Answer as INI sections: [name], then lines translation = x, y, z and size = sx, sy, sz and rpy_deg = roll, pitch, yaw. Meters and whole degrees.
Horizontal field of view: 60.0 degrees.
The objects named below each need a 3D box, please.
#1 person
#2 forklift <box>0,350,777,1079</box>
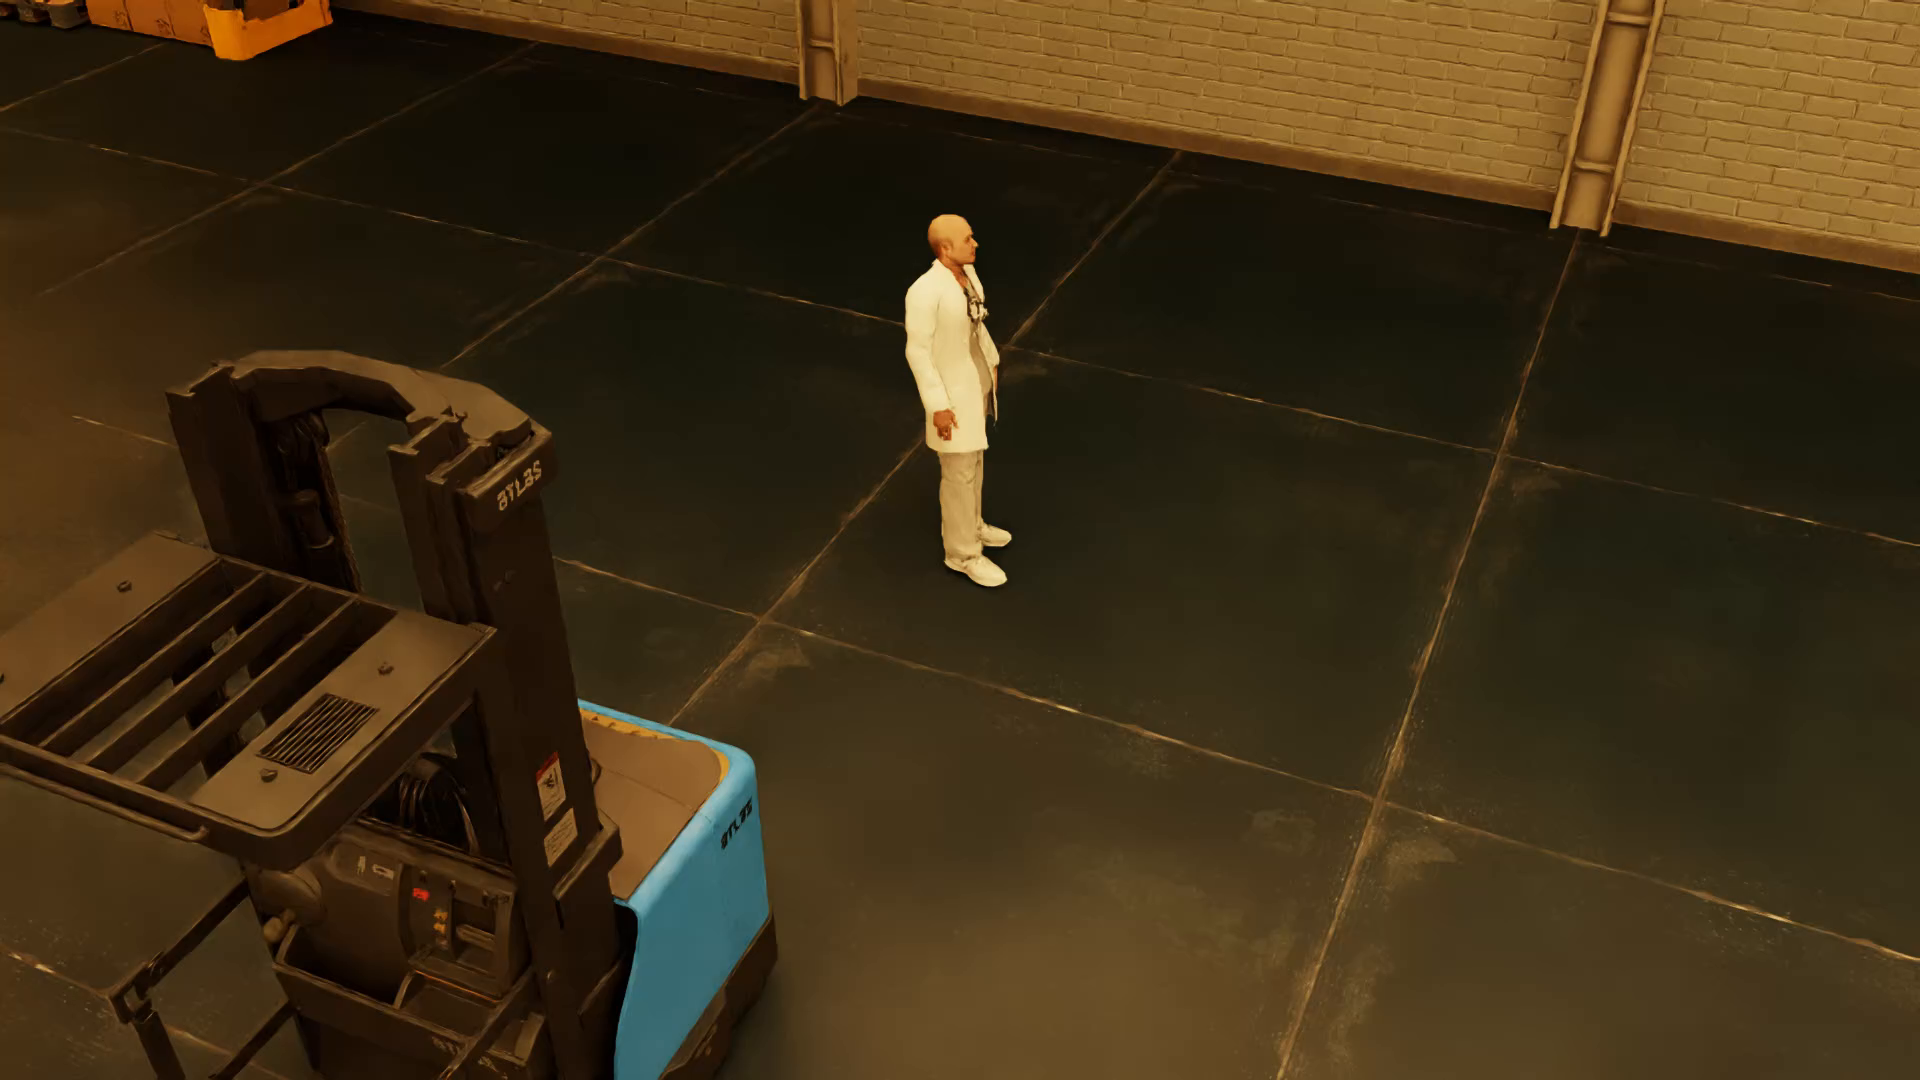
[person]
translation = 0.081, -0.705, 8.056
size = 0.579, 1.776, 0.694
rpy_deg = 15, 38, 20
[forklift]
translation = -1.735, 1.090, 4.559
size = 1.130, 2.935, 3.031
rpy_deg = 14, 38, 19
